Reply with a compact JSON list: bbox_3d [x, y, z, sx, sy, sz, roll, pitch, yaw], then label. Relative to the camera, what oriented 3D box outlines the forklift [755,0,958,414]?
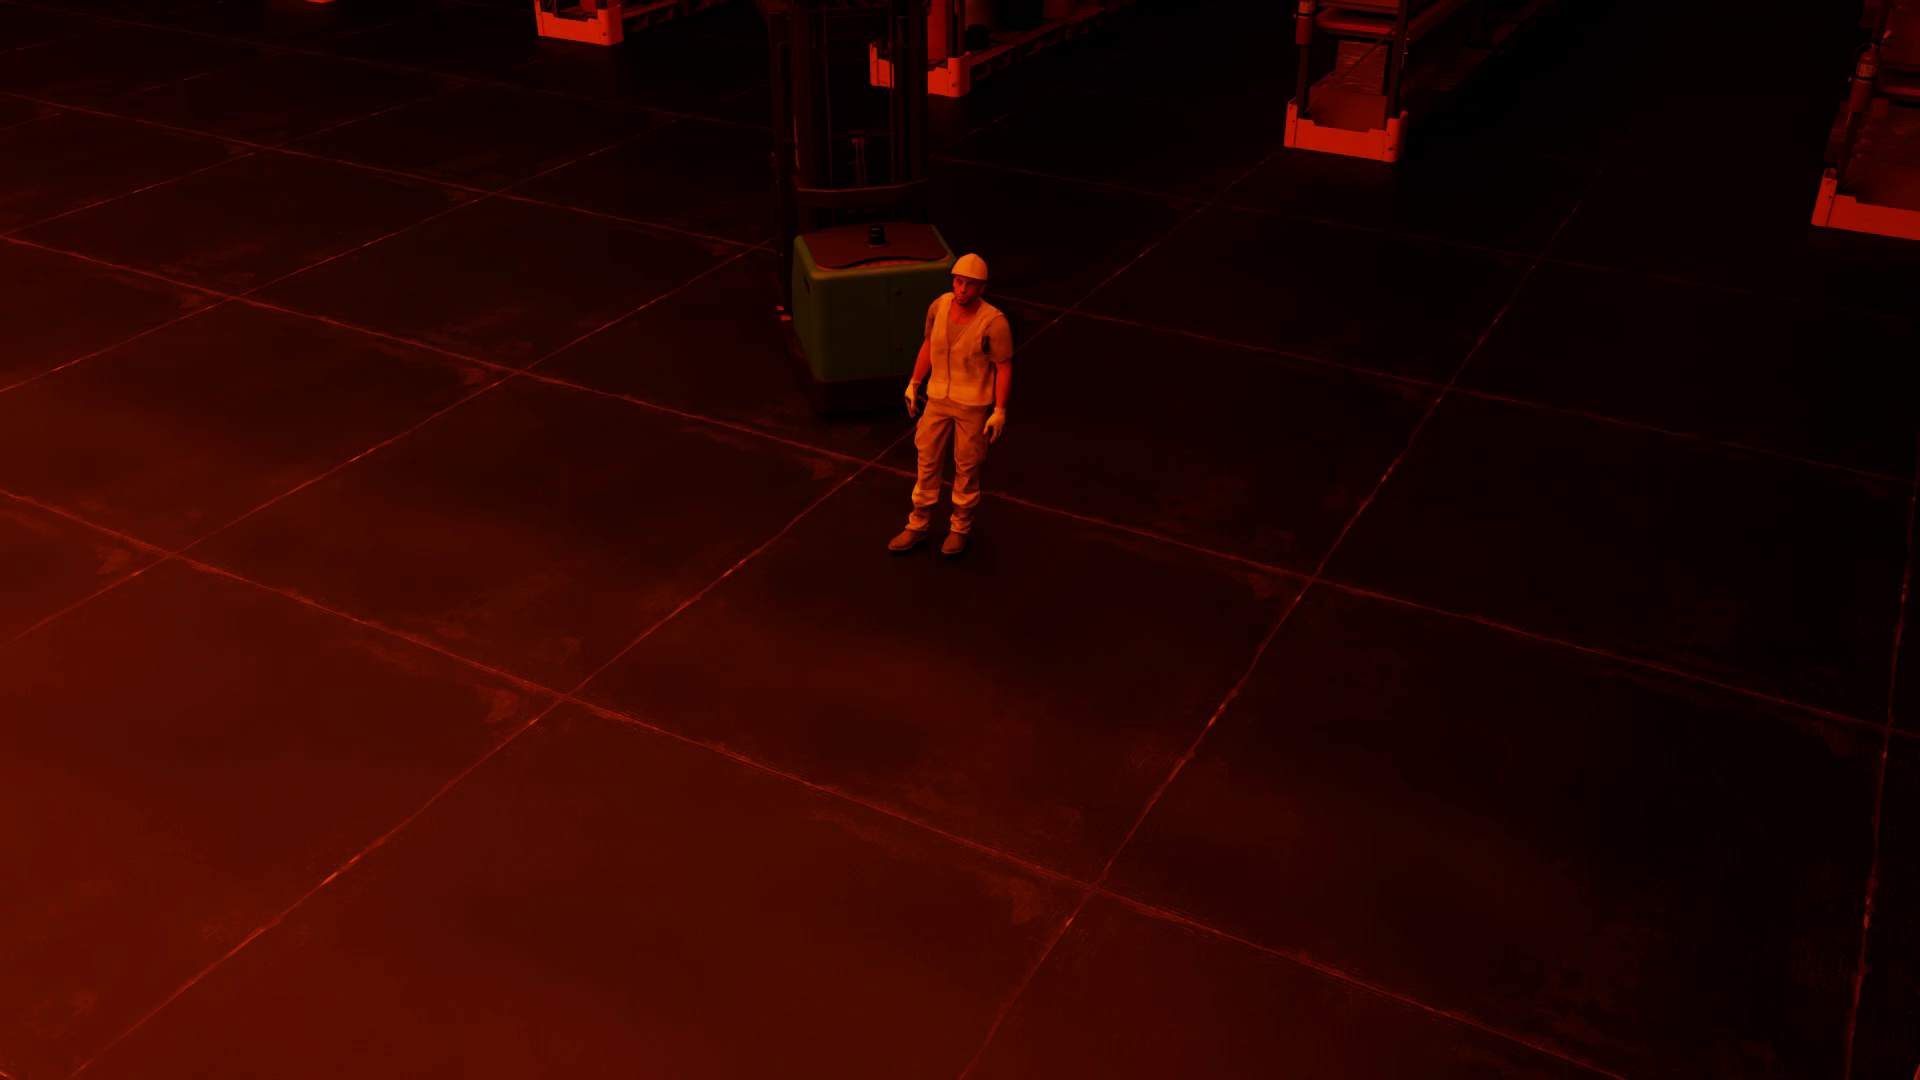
[{"bbox_3d":[-0.825,-2.856,12.019,1.130,2.935,3.031,-7,31,-12],"label":"forklift"}]

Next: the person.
[{"bbox_3d":[-0.050,-0.749,9.496,0.637,1.790,0.562,15,33,25],"label":"person"}]
